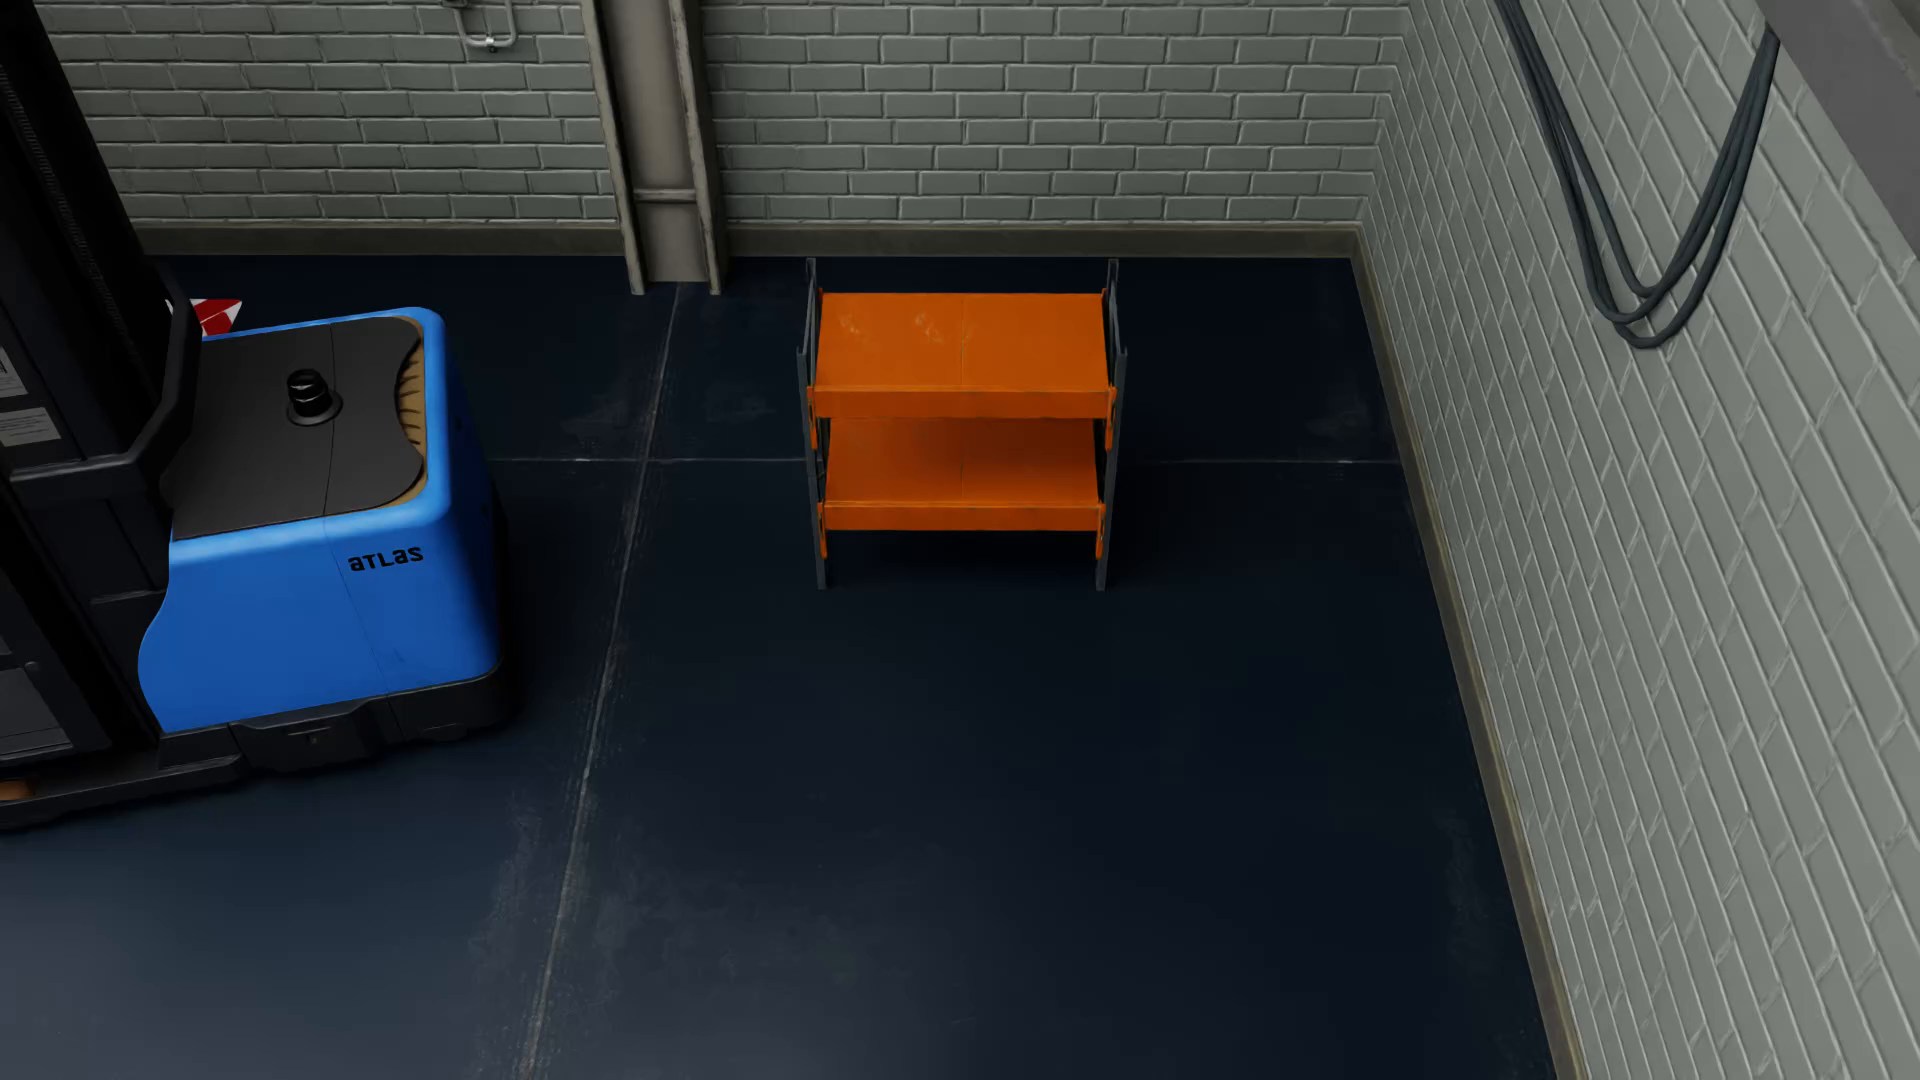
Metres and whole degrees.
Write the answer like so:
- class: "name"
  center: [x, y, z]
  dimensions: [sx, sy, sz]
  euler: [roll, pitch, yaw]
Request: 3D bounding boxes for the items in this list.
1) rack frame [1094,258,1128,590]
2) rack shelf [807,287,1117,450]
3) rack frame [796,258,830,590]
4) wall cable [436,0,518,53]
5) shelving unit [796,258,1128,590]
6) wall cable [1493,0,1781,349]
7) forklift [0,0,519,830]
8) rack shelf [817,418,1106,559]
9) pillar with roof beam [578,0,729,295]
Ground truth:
- class: "rack frame"
  center: [0.515, -0.382, 5.837]
  dimensions: [0.032, 1.125, 0.500]
  euler: [0, 47, 0]
- class: "rack shelf"
  center: [0.007, -0.583, 5.624]
  dimensions: [1.000, 0.278, 0.538]
  euler: [0, 47, 0]
- class: "rack frame"
  center: [-0.502, -0.385, 5.840]
  dimensions: [0.032, 1.125, 0.500]
  euler: [0, 47, 0]
- class: "wall cable"
  center: [-2.651, -2.614, 5.940]
  dimensions: [1.851, 1.984, 0.084]
  euler: [0, 47, 0]
- class: "shelving unit"
  center: [0.007, -0.383, 5.838]
  dimensions: [1.048, 1.125, 0.538]
  euler: [0, 47, 0]
- class: "wall cable"
  center: [1.720, -2.288, 4.353]
  dimensions: [0.112, 2.526, 3.097]
  euler: [0, 47, 0]
- class: "forklift"
  center: [-3.072, -0.462, 4.678]
  dimensions: [3.031, 2.935, 1.130]
  euler: [-10, 48, -9]
- class: "rack shelf"
  center: [0.007, -0.217, 6.017]
  dimensions: [1.000, 0.278, 0.538]
  euler: [0, 47, 0]
- class: "pillar with roof beam"
  center: [-1.248, -1.097, 1.124]
  dimensions: [0.400, 9.000, 9.100]
  euler: [0, 47, 0]
